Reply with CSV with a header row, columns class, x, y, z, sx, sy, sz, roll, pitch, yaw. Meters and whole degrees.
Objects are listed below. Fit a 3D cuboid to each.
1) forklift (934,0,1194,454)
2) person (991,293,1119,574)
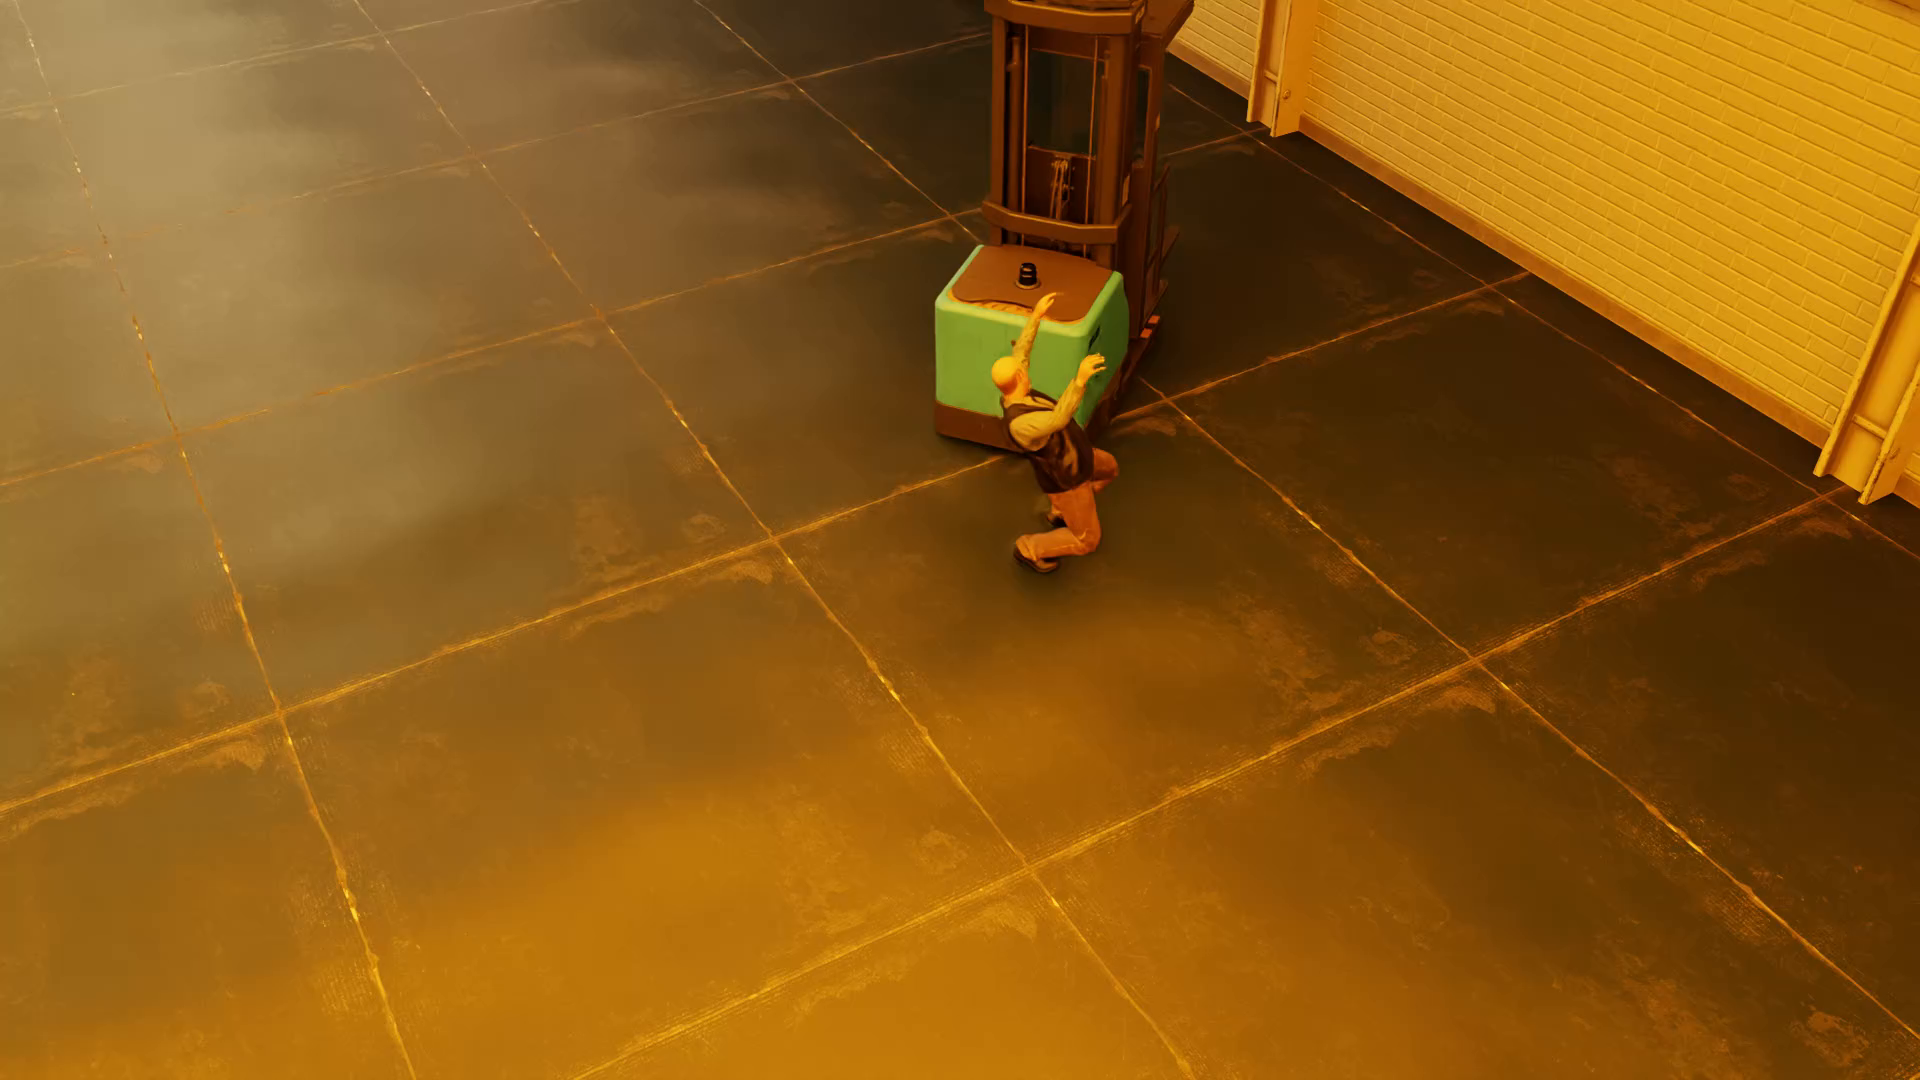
class,x,y,z,sx,sy,sz,roll,pitch,yaw
forklift,0.840,-2.573,11.139,1.130,2.935,3.031,14,42,16
person,0.574,-0.592,9.806,0.780,1.620,1.015,1,40,1
